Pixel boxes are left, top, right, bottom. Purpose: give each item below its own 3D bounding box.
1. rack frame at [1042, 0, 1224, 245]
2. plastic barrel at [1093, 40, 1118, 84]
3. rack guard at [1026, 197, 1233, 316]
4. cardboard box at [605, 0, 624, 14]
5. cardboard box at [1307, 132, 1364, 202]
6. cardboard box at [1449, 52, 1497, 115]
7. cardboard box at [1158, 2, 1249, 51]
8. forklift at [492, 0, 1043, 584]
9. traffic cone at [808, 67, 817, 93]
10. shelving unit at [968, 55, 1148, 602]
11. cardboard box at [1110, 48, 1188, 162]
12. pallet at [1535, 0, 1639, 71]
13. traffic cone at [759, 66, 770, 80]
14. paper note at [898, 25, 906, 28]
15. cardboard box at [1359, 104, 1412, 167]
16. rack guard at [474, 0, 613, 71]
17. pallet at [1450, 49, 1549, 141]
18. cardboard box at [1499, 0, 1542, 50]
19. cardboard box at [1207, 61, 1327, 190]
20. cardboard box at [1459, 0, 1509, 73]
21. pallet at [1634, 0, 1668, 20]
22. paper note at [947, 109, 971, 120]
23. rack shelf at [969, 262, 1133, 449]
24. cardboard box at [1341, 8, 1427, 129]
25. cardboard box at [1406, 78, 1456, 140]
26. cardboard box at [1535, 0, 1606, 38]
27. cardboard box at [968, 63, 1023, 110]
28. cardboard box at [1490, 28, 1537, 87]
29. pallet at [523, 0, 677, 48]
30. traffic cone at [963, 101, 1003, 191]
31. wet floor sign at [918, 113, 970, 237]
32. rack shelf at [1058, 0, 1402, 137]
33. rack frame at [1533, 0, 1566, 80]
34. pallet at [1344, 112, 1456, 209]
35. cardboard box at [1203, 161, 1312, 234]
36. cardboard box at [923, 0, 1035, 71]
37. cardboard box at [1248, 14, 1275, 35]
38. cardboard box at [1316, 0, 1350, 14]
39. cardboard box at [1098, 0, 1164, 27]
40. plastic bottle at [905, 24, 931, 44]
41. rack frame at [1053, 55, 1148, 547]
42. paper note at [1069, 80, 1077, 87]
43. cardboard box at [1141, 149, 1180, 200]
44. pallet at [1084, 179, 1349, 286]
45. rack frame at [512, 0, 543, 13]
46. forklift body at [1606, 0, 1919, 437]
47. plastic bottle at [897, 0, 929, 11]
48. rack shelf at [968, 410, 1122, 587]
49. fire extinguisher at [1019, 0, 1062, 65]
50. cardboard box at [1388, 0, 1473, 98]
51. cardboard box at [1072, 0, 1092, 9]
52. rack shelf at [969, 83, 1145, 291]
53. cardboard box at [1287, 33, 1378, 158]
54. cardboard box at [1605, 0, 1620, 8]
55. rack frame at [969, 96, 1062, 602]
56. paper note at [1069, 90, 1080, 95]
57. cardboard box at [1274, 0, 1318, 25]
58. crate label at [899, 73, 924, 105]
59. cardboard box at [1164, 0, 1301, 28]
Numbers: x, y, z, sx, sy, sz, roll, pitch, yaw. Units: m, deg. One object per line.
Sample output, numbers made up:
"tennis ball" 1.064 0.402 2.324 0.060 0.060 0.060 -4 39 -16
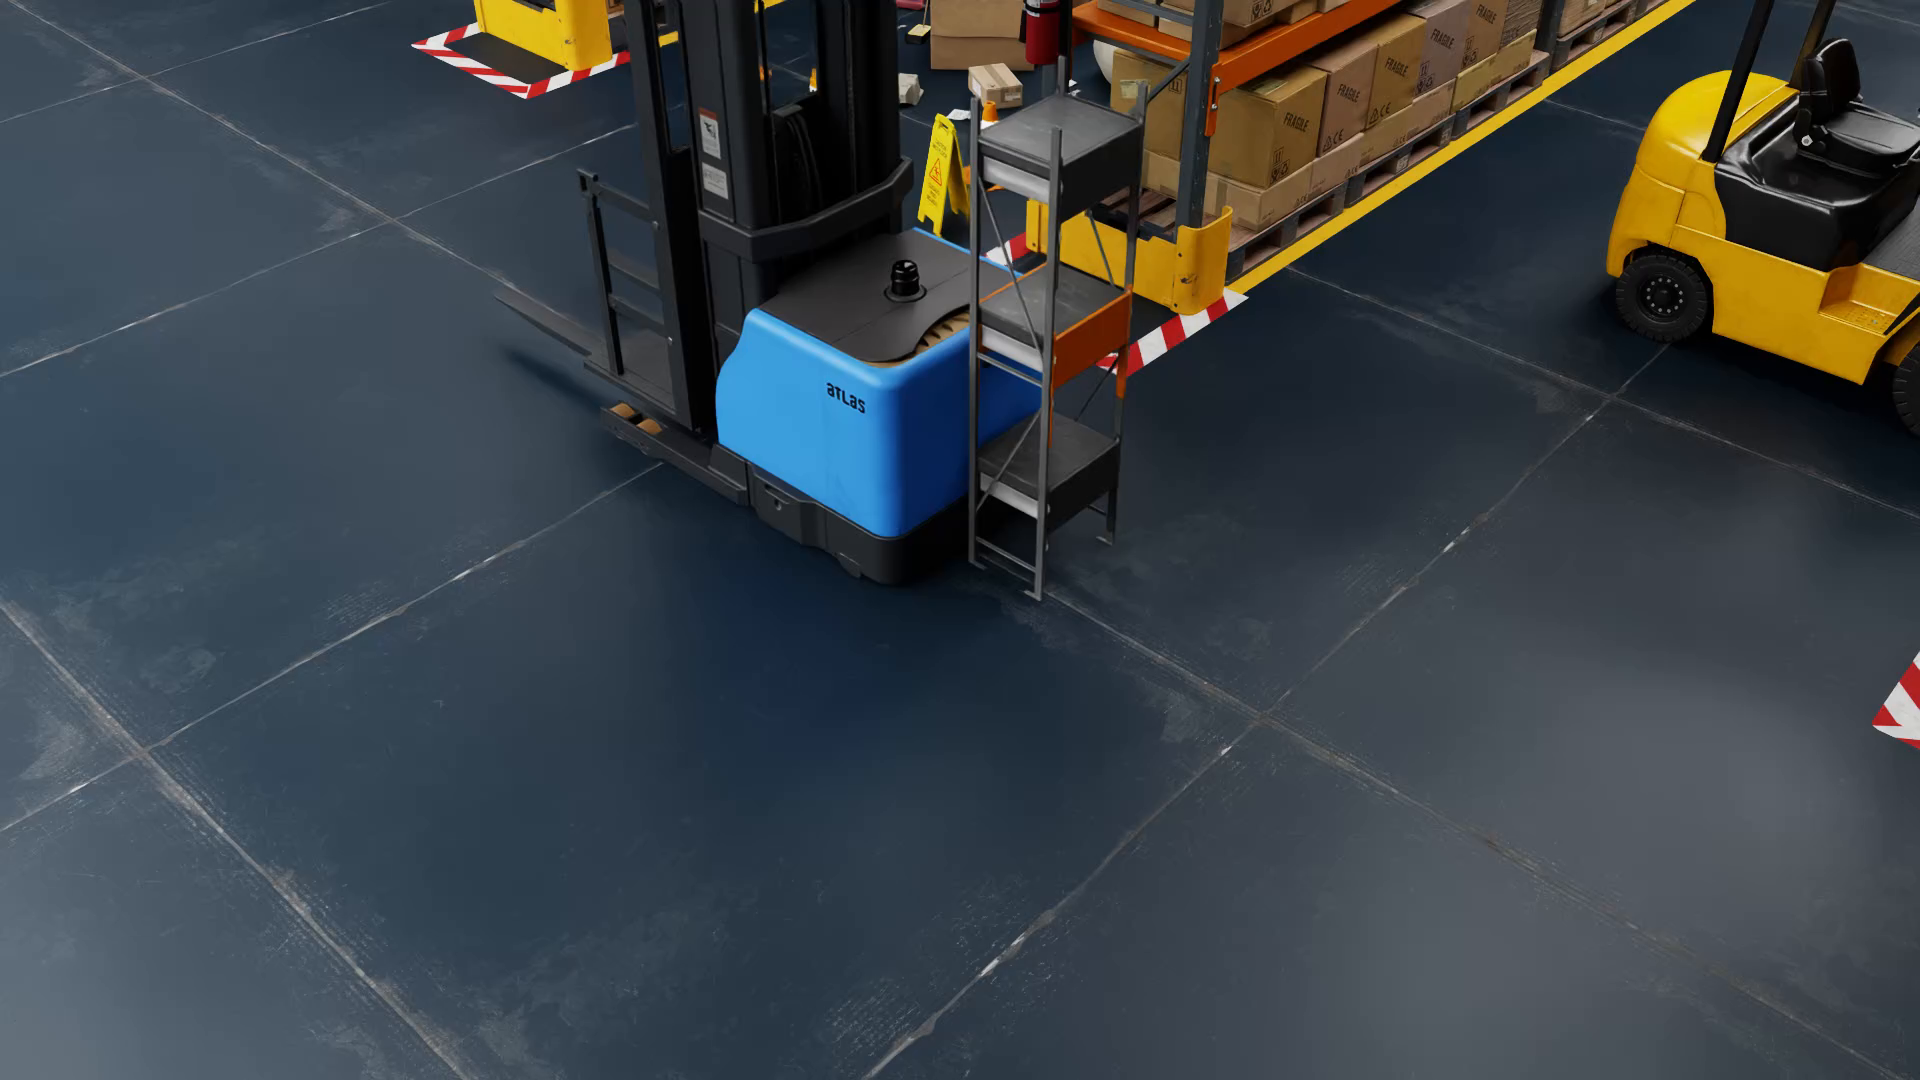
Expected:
"rack frame" 0.838 -2.625 8.141 1.000 3.000 0.127 30 47 32
"plastic barrel" 1.114 -3.201 10.936 0.421 0.421 0.512 -5 39 -6
"rack guard" 0.889 -1.681 8.963 1.175 0.500 0.348 30 47 32
"cardboard box" -2.476 -4.329 11.654 0.875 0.875 0.875 30 47 32
"cardboard box" 1.936 -2.199 9.477 0.500 0.250 0.500 31 48 33
"cardboard box" 2.984 -2.917 10.381 0.500 0.250 0.500 28 46 31
"cardboard box" 1.220 -2.596 8.306 0.380 0.149 0.250 30 47 32
"forklift" -1.045 -1.755 7.102 3.031 2.935 1.130 30 47 32
"traffic cone" -0.873 -2.681 10.250 0.336 0.463 0.334 30 47 32
"shelving unit" 0.353 -0.763 6.522 0.431 2.100 0.503 29 47 31
"cardboard box" 1.186 -2.484 9.233 0.500 0.500 0.500 30 47 32
"pallet" 4.060 -3.729 11.770 1.003 0.211 1.213 30 47 32
"traffic cone" -1.478 -3.312 11.043 0.336 0.463 0.334 30 47 32
"paper note" -0.446 -3.652 11.835 0.123 0.001 0.032 -11 40 -14
"cardboard box" 2.295 -2.455 9.799 0.500 0.250 0.500 -31 48 -33
"rack guard" -2.901 -3.667 11.460 1.175 0.500 0.348 30 47 32
"pallet" 3.109 -3.048 10.913 1.003 0.211 1.213 30 47 32
"cardboard box" 3.335 -3.460 10.460 0.500 0.500 0.500 29 47 31
"cardboard box" 1.602 -2.272 8.967 0.500 0.500 0.500 28 46 31
"cardboard box" 2.993 -3.225 10.165 0.500 0.500 0.500 31 48 33
"pallet" 4.883 -4.292 12.479 1.003 0.211 1.213 30 47 32
"paper note" 0.006 -2.733 10.662 0.148 0.019 0.142 14 41 17
"rack shelf" 0.353 -0.752 6.531 0.431 0.518 0.480 29 47 31
"cardboard box" 2.296 -2.741 9.556 0.500 0.500 0.500 31 48 33
"cardboard box" 2.637 -2.686 10.089 0.500 0.250 0.500 30 48 32
"cardboard box" 3.888 -3.840 11.443 0.950 0.372 0.625 30 47 32
"cardboard box" 0.230 -2.959 10.852 0.250 0.149 0.380 -11 40 -14
"cardboard box" 3.336 -3.166 10.693 0.500 0.250 0.500 -32 48 -34
"pallet" -2.403 -3.966 12.068 1.003 0.211 1.213 30 47 32
"traffic cone" 0.176 -2.371 9.860 0.336 0.463 0.334 30 47 32
"wet floor sign" -0.080 -2.065 9.329 0.232 0.644 0.267 -18 42 -21
"rack shelf" 2.187 -3.262 9.520 1.077 0.370 4.000 30 47 32
"rack frame" 3.536 -4.462 10.452 1.000 3.000 0.127 30 47 32
"pallet" 2.286 -2.485 10.205 1.003 0.211 1.213 30 47 32
"cardboard box" 1.586 -1.967 9.186 0.500 0.250 0.500 29 47 32
"cardboard box" 0.154 -3.518 11.270 0.797 0.503 0.637 2 39 2
"cardboard box" 1.379 -2.718 8.459 0.380 0.149 0.250 30 48 32
"cardboard box" 1.823 -2.903 8.692 0.380 0.149 0.250 30 48 32
"cardboard box" 0.932 -2.788 8.548 0.380 0.149 0.250 31 48 33
"plastic bottle" -0.273 -3.568 11.688 0.133 0.061 0.283 14 41 17
"rack frame" 0.515 -0.877 6.665 0.400 2.100 0.015 29 47 31
"paper note" 0.690 -3.056 11.077 0.142 0.019 0.148 -18 42 -21
"cardboard box" 1.201 -2.208 9.489 0.500 0.250 0.500 29 47 32
"pallet" 1.463 -1.927 9.503 1.003 0.211 1.213 30 47 32
"rack frame" -2.884 -4.657 10.696 1.000 3.000 0.127 30 47 32
"forklift body" 4.437 -1.847 7.845 2.313 2.155 1.214 30 47 32
"plastic bottle" -0.350 -3.920 12.130 0.283 0.061 0.133 14 41 17
"rack shelf" 0.353 -0.204 6.967 0.431 0.518 0.480 29 47 31
"fire extinguisher" 0.420 -2.735 8.342 0.296 0.674 0.183 30 47 32
"cardboard box" 2.650 -2.990 9.870 0.500 0.500 0.500 -31 48 -33
"cardboard box" 0.779 -4.004 11.772 0.797 0.637 0.503 30 47 32
"rack shelf" 0.353 -1.300 6.095 0.431 0.518 0.480 29 47 31
"cardboard box" 1.951 -2.514 9.271 0.500 0.500 0.500 28 46 30
"cardboard box" 4.371 -4.172 11.861 0.625 0.372 0.950 -31 48 -33
"rack frame" 0.191 -0.649 6.380 0.400 2.100 0.015 29 47 31
"paper note" 0.744 -2.941 10.941 0.032 0.001 0.123 30 47 32
"cardboard box" 1.618 -2.805 8.570 0.380 0.149 0.250 28 46 31
"crate label" -0.389 -2.941 10.838 0.250 0.136 0.298 8 39 10
"cardboard box" 1.362 -2.882 8.144 0.500 0.500 0.500 29 47 31
